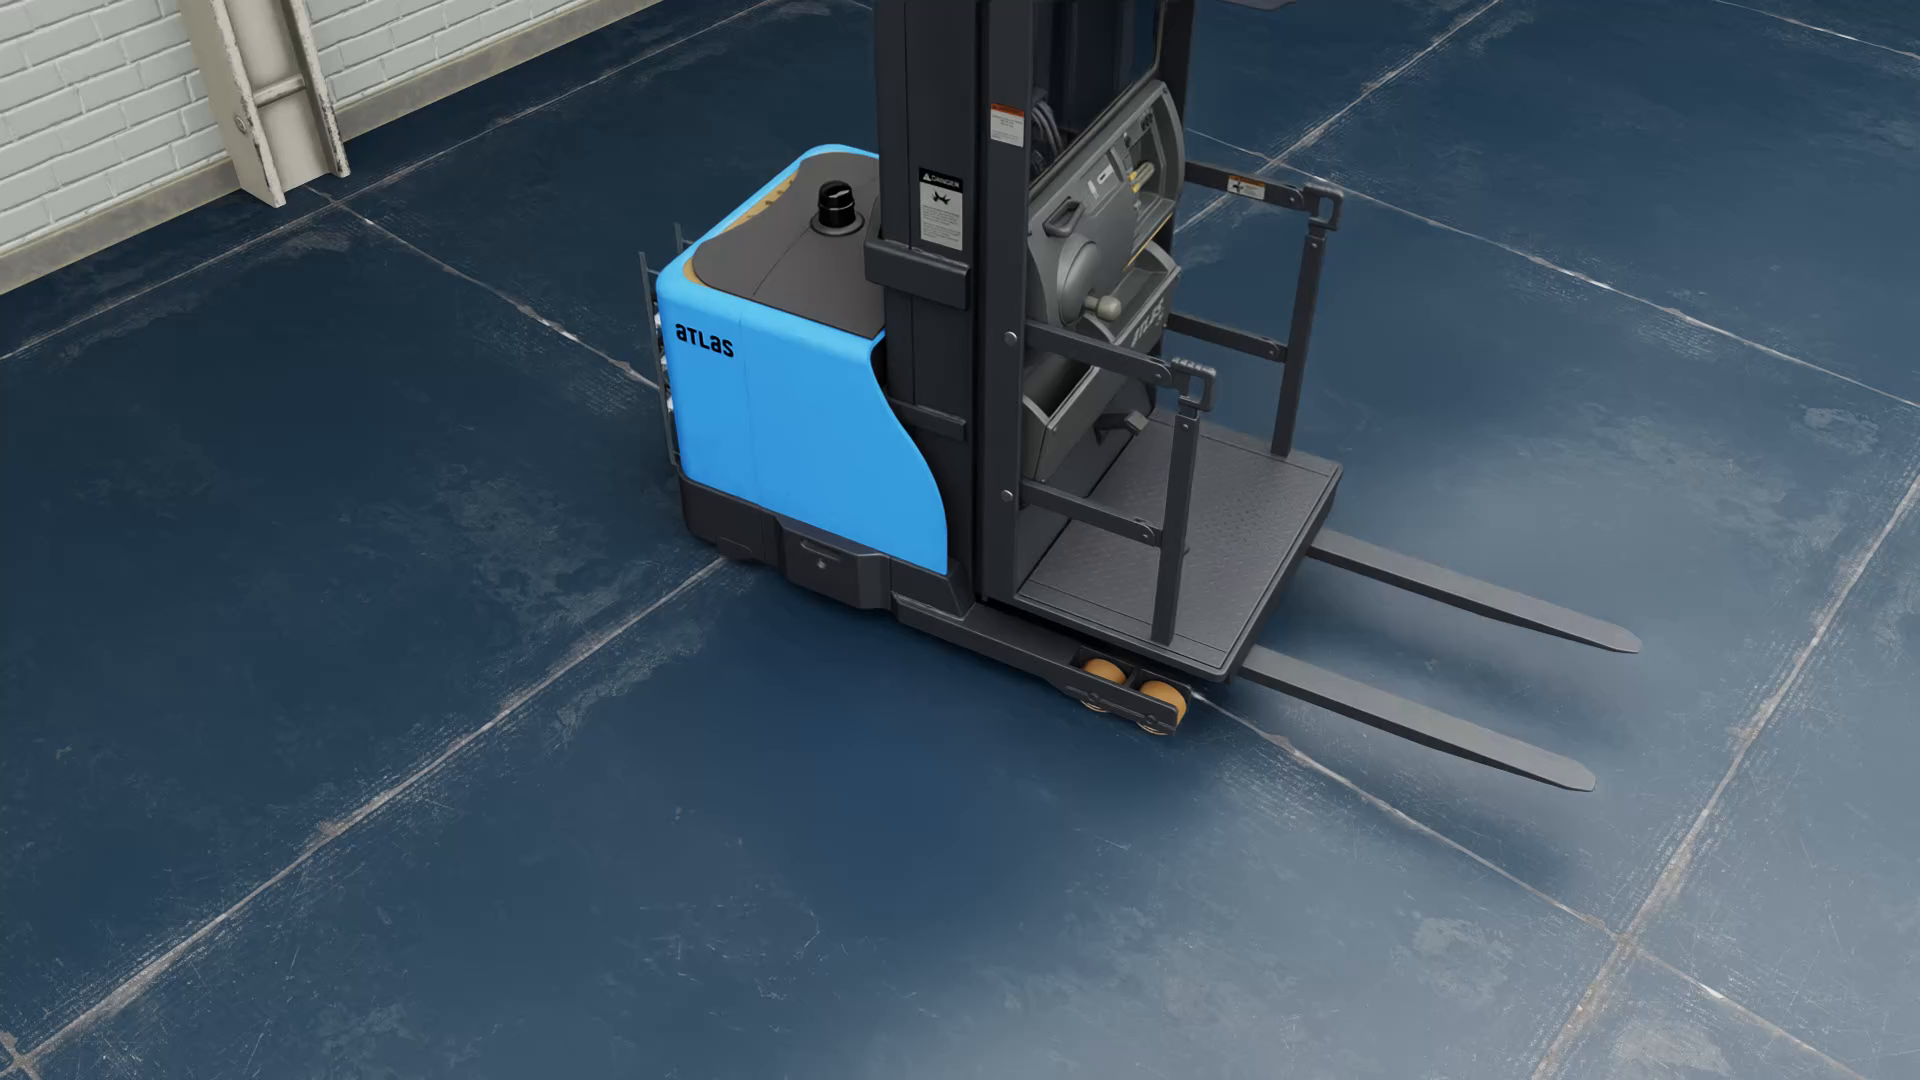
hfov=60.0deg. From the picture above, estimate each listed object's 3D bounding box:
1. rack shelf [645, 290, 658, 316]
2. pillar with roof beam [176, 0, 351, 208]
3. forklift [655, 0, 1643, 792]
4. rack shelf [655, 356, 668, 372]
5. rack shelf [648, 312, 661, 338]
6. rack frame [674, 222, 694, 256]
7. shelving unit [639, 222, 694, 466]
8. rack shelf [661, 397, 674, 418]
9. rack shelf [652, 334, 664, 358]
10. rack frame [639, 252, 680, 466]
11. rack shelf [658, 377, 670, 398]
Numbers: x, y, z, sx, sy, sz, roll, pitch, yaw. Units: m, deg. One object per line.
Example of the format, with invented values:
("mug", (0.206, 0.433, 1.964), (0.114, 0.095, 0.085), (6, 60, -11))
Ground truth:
("rack shelf", (-0.898, -0.810, 5.620), (0.258, 0.077, 0.200), (19, 46, 20))
("pillar with roof beam", (0.274, -3.104, 2.475), (9.100, 9.000, 0.400), (29, 50, 28))
("forklift", (0.597, -0.900, 4.561), (3.031, 2.935, 1.130), (20, 46, 21))
("rack shelf", (-0.898, -0.610, 5.802), (0.258, 0.077, 0.200), (19, 46, 20))
("rack shelf", (-0.898, -0.744, 5.681), (0.258, 0.077, 0.200), (19, 46, 20))
("rack frame", (-0.852, -0.696, 5.846), (0.240, 0.900, 0.006), (19, 46, 20))
("shelving unit", (-0.898, -0.635, 5.779), (0.258, 0.900, 0.210), (19, 46, 20))
("rack shelf", (-0.898, -0.477, 5.923), (0.258, 0.077, 0.200), (19, 46, 20))
("rack shelf", (-0.898, -0.677, 5.741), (0.258, 0.077, 0.200), (19, 46, 20))
("rack frame", (-0.945, -0.574, 5.713), (0.240, 0.900, 0.006), (19, 46, 20))
("rack shelf", (-0.898, -0.544, 5.862), (0.258, 0.077, 0.200), (19, 46, 20))
